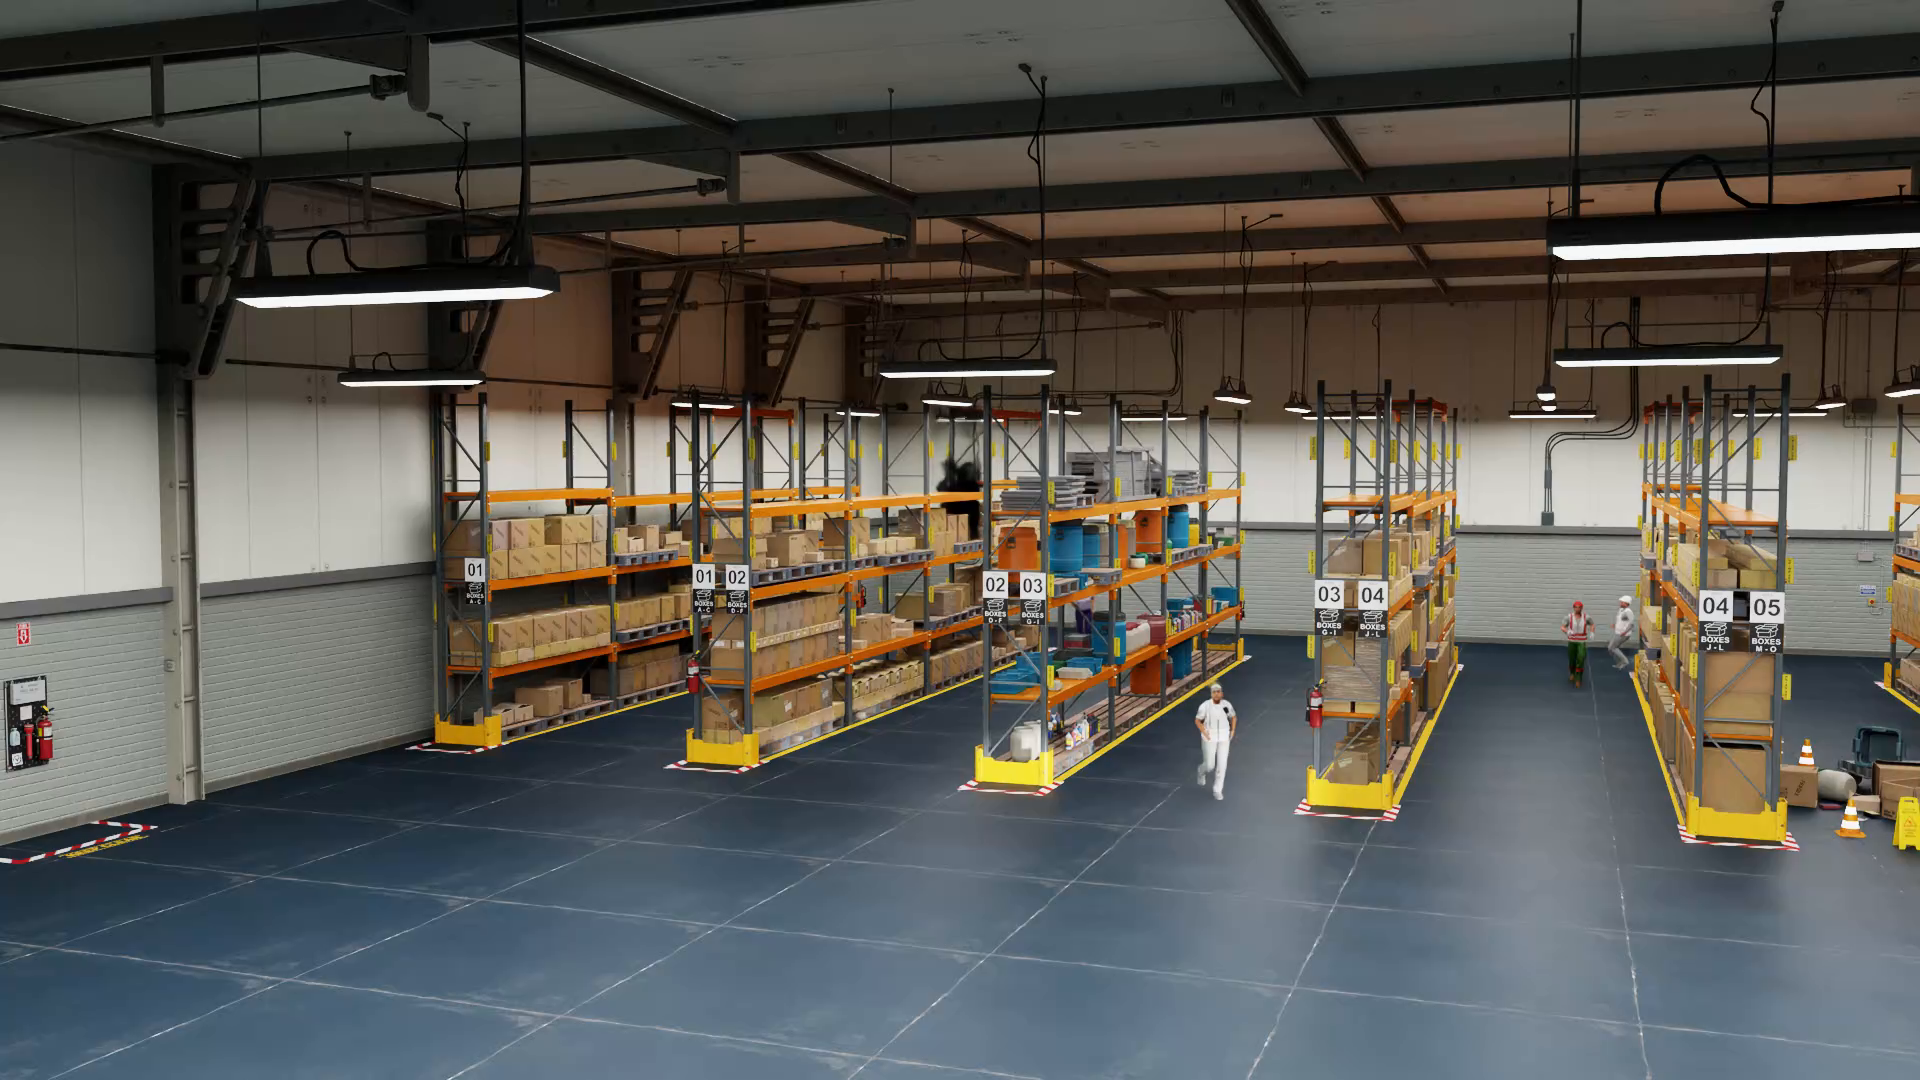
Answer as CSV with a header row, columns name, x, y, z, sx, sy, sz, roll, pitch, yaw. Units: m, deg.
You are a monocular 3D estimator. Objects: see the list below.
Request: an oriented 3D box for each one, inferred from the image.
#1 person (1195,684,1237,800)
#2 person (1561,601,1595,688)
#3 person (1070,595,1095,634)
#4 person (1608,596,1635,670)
name,x,y,z,sx,sy,sz,roll,pitch,yaw
person,3.733,2.913,24.205,0.616,1.657,0.681,0,3,-2
person,13.233,2.205,35.637,0.683,1.812,0.860,1,3,20
person,2.949,1.817,39.999,0.599,1.679,0.794,0,3,5
person,15.168,2.131,38.142,0.557,1.733,0.676,1,3,22
